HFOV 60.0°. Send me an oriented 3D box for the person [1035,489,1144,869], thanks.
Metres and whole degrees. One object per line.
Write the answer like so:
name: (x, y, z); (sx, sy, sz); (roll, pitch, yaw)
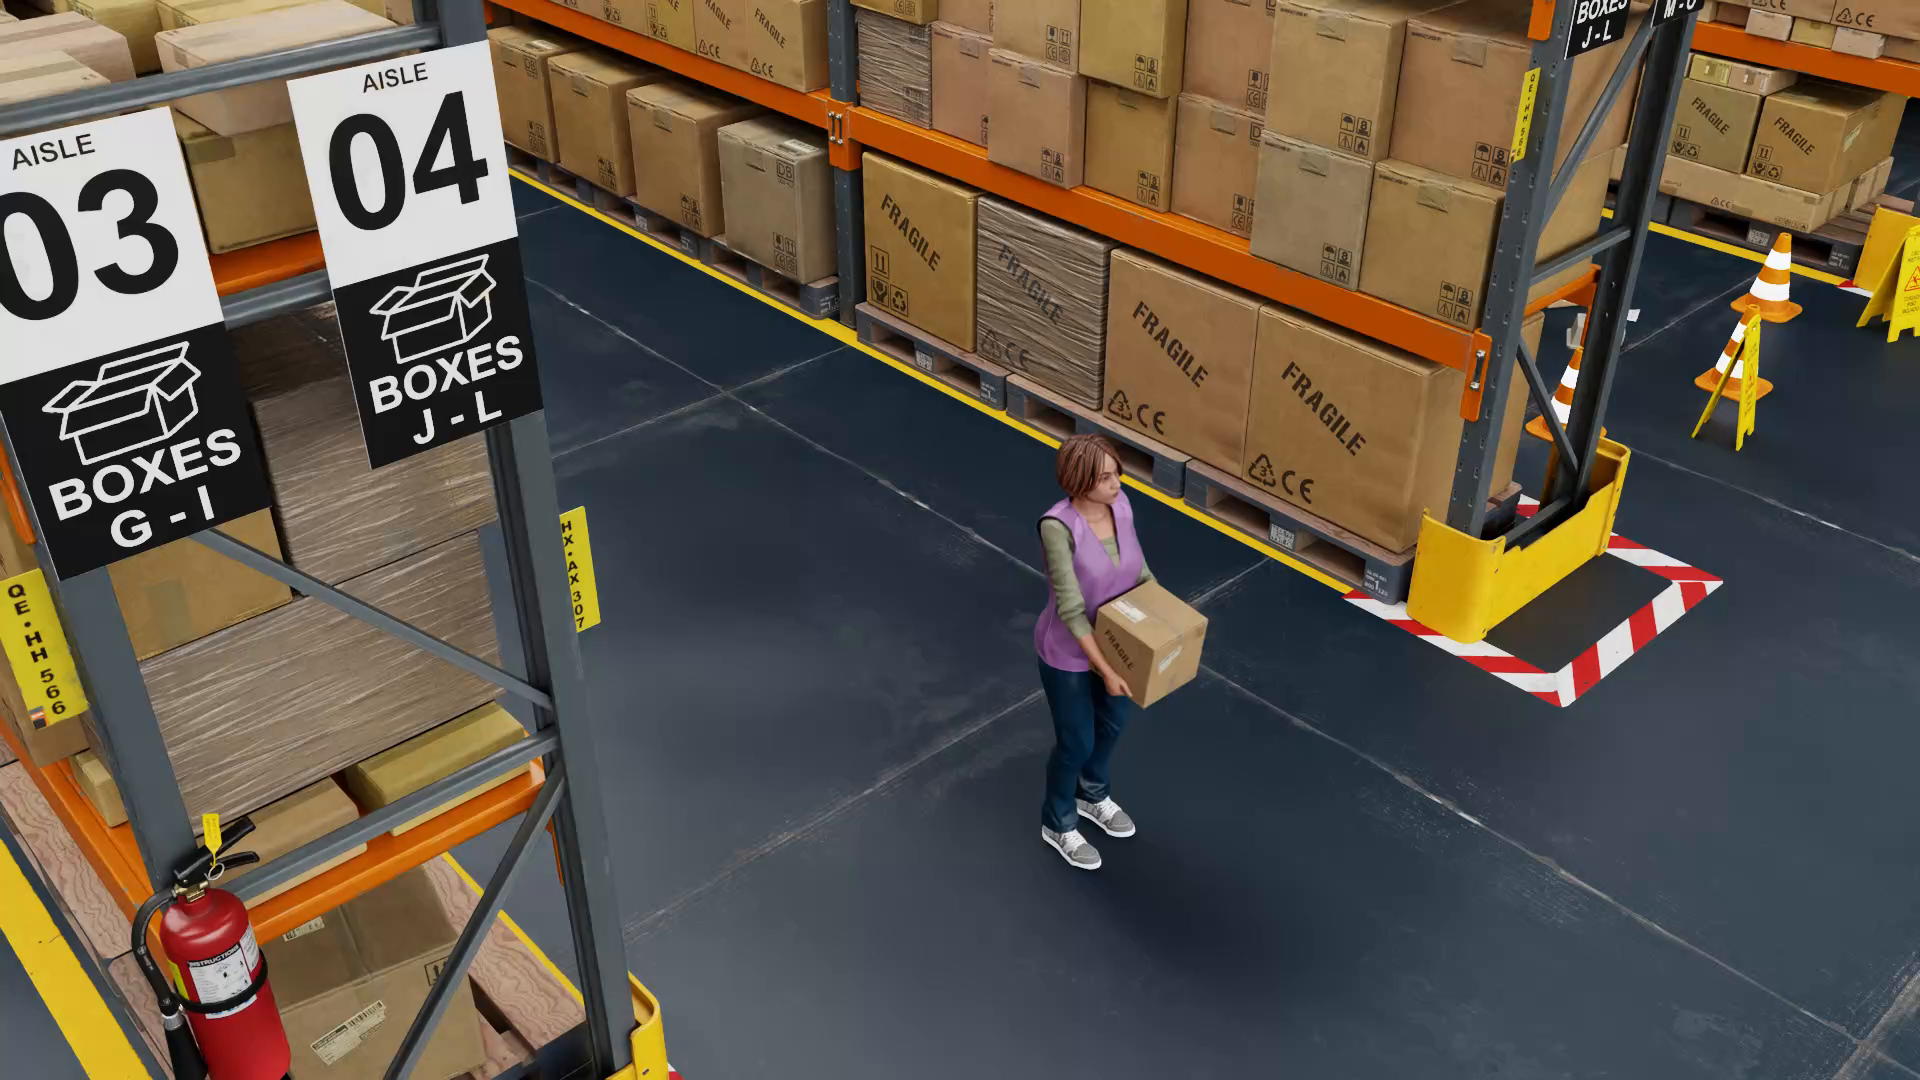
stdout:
person: (0.437, 0.474, 5.613); (0.351, 1.367, 0.362); (-26, 40, -34)
